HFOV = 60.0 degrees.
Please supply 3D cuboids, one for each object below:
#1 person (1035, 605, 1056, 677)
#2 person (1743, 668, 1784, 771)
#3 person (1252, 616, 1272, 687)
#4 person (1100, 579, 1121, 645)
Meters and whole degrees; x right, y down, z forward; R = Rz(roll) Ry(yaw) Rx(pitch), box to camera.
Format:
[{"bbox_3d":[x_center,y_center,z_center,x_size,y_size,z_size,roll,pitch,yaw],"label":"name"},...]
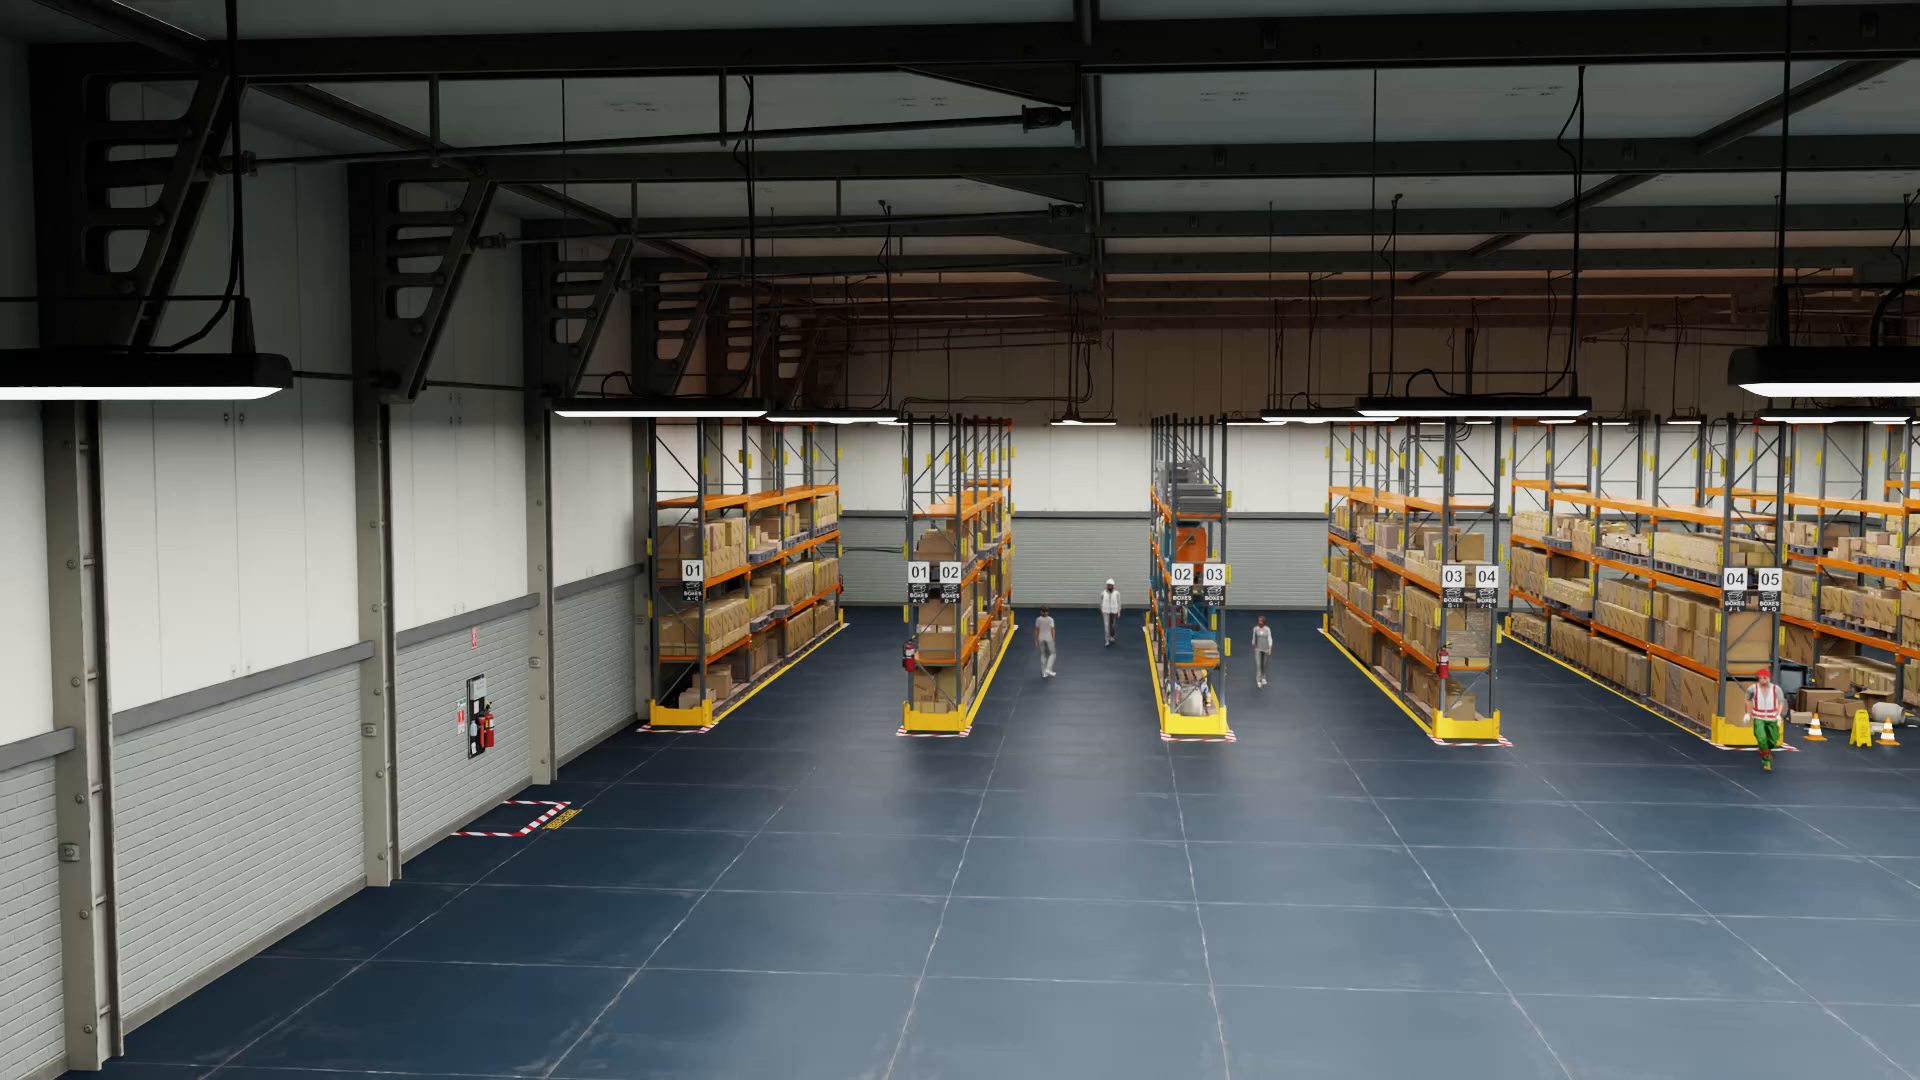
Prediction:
[{"bbox_3d":[1.966,2.325,38.196,0.500,1.669,0.515,1,4,10],"label":"person"},{"bbox_3d":[13.543,2.991,28.038,0.592,1.698,0.796,1,4,19],"label":"person"},{"bbox_3d":[6.679,2.453,36.738,0.432,1.552,0.903,1,4,8],"label":"person"},{"bbox_3d":[3.984,1.894,43.943,0.561,1.718,1.068,0,4,2],"label":"person"}]
